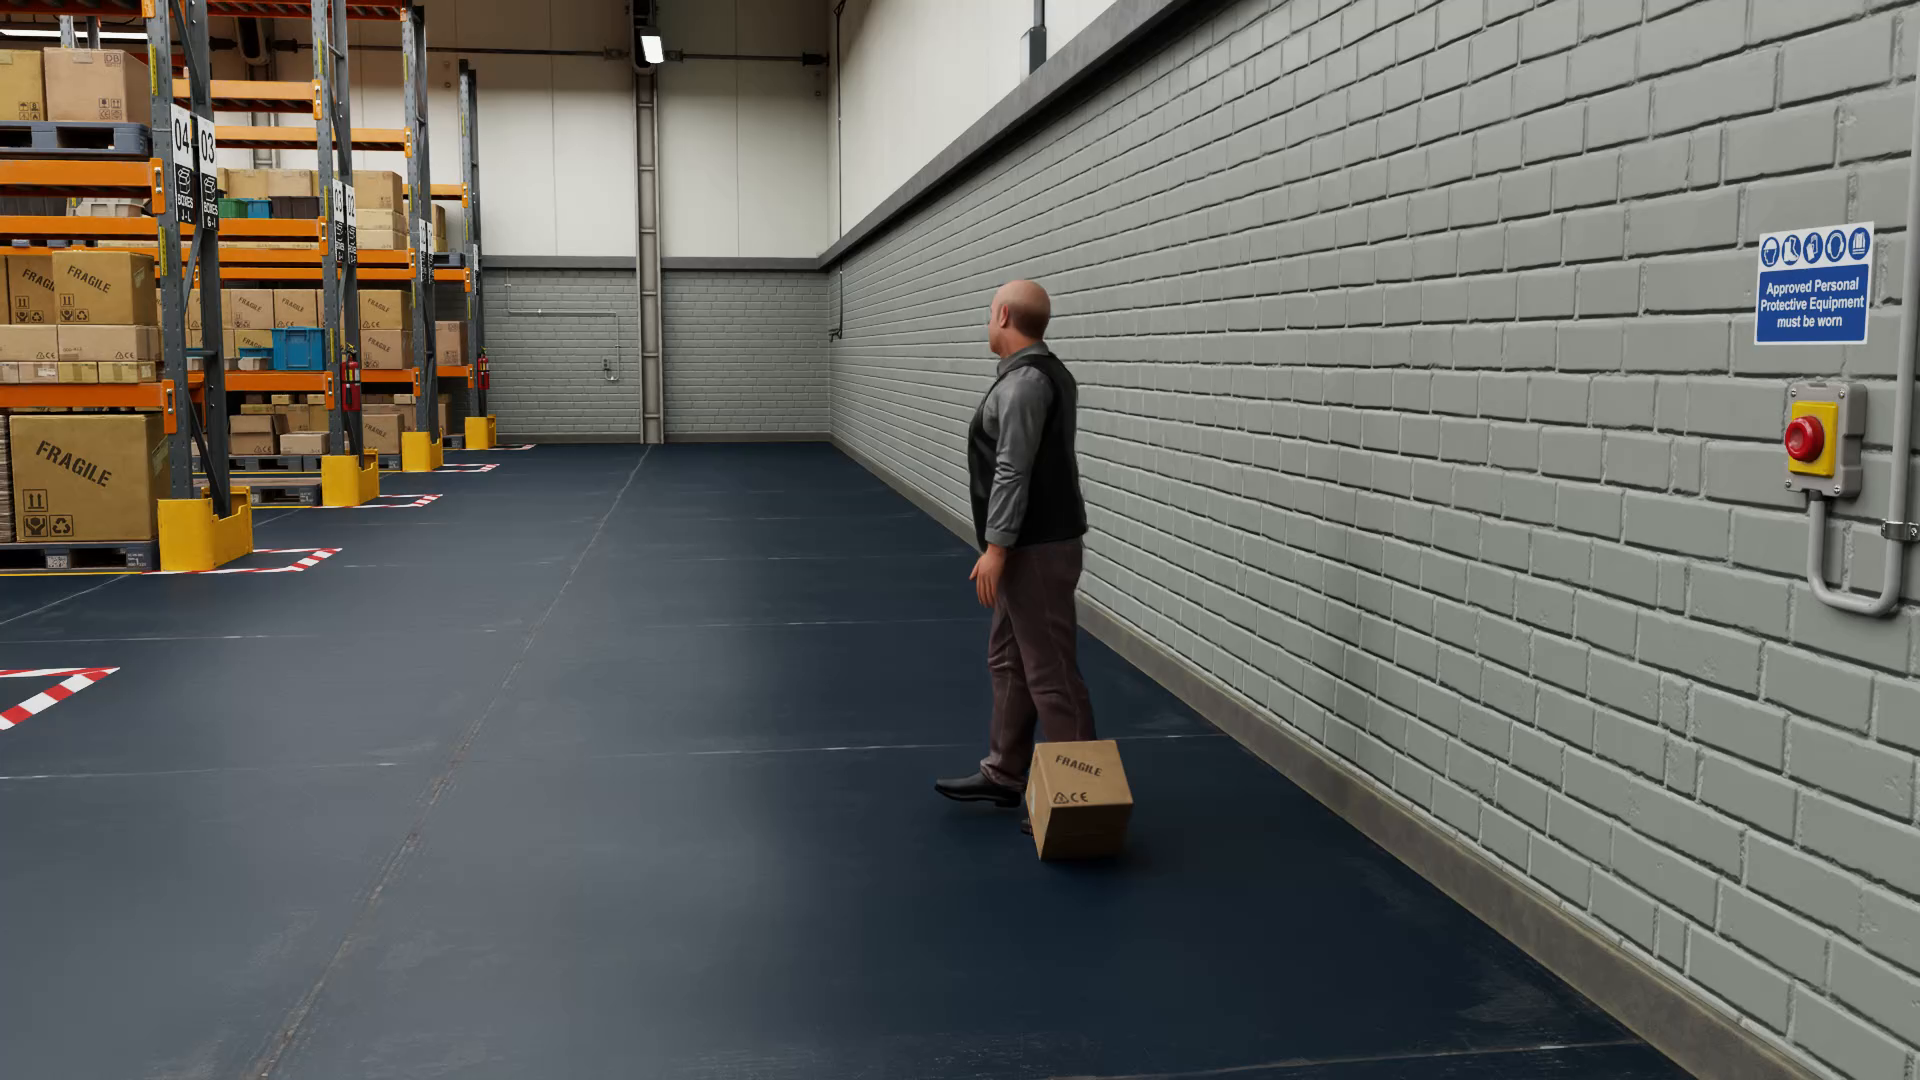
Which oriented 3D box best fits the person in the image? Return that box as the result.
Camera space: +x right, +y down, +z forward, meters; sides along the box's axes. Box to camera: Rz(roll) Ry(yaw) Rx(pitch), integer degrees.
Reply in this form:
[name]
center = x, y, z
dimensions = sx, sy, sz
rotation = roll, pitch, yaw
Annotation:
[person]
center = 0.189, 0.038, 5.297
dimensions = 0.587, 1.719, 0.621
rotation = 1, 6, 7
